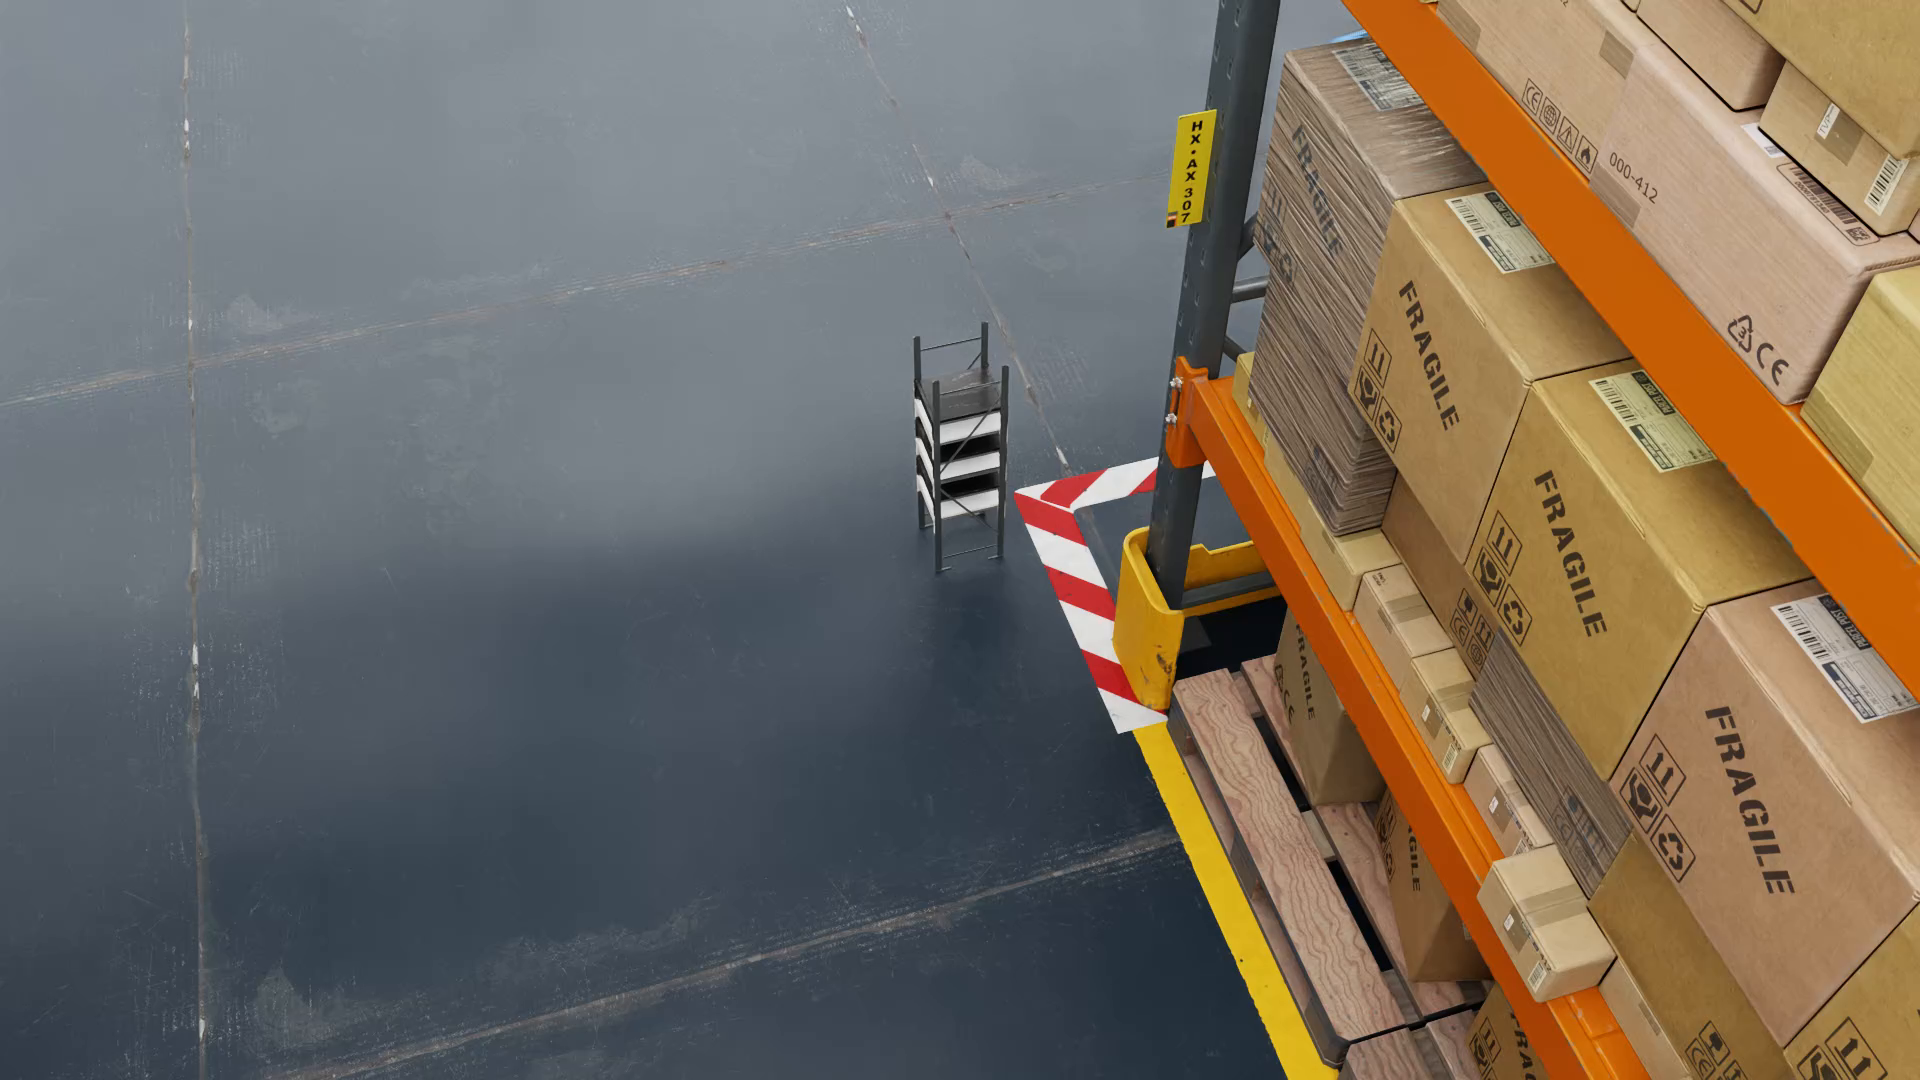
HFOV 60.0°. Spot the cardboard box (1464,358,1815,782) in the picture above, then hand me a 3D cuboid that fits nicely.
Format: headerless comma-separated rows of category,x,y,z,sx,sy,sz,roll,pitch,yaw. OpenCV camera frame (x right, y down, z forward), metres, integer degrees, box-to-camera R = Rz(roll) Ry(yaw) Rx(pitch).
cardboard box,1.264,0.020,2.858,0.500,0.500,0.500,-13,51,-11

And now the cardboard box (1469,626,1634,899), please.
cardboard box,1.576,0.268,3.302,0.875,0.500,0.500,-13,51,-11

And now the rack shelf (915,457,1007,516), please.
rack shelf,0.002,-0.205,5.495,0.258,0.077,0.200,-13,51,-11

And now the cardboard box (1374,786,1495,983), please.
cardboard box,1.449,0.834,4.445,0.500,0.500,0.500,-2,50,-1

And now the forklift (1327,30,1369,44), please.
forklift,2.791,-2.176,5.667,3.031,2.935,1.130,-21,53,-17

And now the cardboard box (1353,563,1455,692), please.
cardboard box,1.136,0.169,3.810,0.380,0.149,0.250,-13,51,-11

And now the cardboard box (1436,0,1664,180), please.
cardboard box,1.125,-0.858,2.647,0.500,0.250,0.500,-14,51,-12

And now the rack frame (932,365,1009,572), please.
rack frame,0.032,-0.210,5.338,0.240,0.900,0.006,-13,51,-11

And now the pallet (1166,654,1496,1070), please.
pallet,1.300,0.831,4.912,1.003,0.211,1.213,-13,51,-11

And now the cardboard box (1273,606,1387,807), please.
cardboard box,1.240,0.405,4.807,0.500,0.500,0.500,-5,50,-4

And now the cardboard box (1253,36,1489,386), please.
cardboard box,0.973,-0.712,3.474,0.500,0.500,0.500,-13,51,-11

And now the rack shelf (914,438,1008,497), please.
rack shelf,0.002,-0.263,5.426,0.258,0.077,0.200,-13,51,-11

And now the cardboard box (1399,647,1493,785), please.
cardboard box,1.204,0.353,3.655,0.380,0.149,0.250,-13,51,-11

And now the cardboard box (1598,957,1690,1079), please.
cardboard box,1.479,0.888,3.204,0.380,0.149,0.250,-13,51,-11

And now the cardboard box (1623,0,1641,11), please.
cardboard box,1.121,-0.936,2.452,0.380,0.149,0.250,-11,51,-10

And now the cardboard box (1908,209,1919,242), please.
cardboard box,1.402,-0.389,1.992,0.380,0.149,0.250,-14,51,-11

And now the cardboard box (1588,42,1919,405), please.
cardboard box,1.268,-0.495,2.342,0.500,0.250,0.500,-13,51,-11

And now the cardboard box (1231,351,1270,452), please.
cardboard box,0.928,-0.382,4.274,0.380,0.149,0.250,-13,51,-11

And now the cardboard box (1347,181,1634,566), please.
cardboard box,1.114,-0.345,3.165,0.500,0.500,0.500,-13,51,-11

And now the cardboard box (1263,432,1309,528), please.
cardboard box,0.983,-0.195,4.117,0.380,0.149,0.250,-13,51,-11

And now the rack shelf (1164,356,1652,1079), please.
rack shelf,1.662,0.968,3.443,1.077,0.370,4.000,-13,51,-11

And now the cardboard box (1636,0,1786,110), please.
cardboard box,1.189,-0.757,2.302,0.380,0.149,0.250,-13,51,-11

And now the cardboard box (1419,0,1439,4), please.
cardboard box,0.967,-1.233,2.964,0.500,0.250,0.500,-12,51,-10

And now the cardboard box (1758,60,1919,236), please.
cardboard box,1.284,-0.561,2.136,0.380,0.149,0.250,-15,52,-13

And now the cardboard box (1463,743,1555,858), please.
cardboard box,1.304,0.530,3.506,0.380,0.149,0.250,-13,51,-11

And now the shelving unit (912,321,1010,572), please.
shelving unit,0.002,-0.284,5.401,0.258,0.900,0.210,-13,51,-11

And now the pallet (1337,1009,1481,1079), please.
pallet,1.657,1.720,4.162,1.003,0.211,1.213,-13,51,-11

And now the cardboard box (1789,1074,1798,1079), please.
cardboard box,1.822,1.010,2.676,0.875,0.500,0.500,-13,51,-11

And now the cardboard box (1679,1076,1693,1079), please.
cardboard box,1.480,1.088,3.035,0.380,0.149,0.250,-13,51,-11

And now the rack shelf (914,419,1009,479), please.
rack shelf,0.002,-0.321,5.358,0.258,0.077,0.200,-13,51,-11

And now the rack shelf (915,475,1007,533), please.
rack shelf,0.002,-0.147,5.564,0.258,0.077,0.200,-13,51,-11

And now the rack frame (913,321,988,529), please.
rack frame,-0.028,-0.358,5.464,0.240,0.900,0.006,-13,51,-11

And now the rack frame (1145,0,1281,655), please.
rack frame,1.071,-0.725,4.399,1.000,3.000,0.127,-13,51,-11

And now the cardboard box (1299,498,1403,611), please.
cardboard box,1.043,-0.009,3.960,0.380,0.149,0.250,-13,51,-11

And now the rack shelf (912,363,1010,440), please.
rack shelf,0.002,-0.437,5.220,0.258,0.077,0.200,-13,51,-11

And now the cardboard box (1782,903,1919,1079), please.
cardboard box,1.562,0.749,2.242,0.500,0.500,0.500,-13,51,-11

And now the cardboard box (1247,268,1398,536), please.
cardboard box,1.207,-0.445,3.903,0.875,0.500,0.500,-13,51,-11

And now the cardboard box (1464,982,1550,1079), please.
cardboard box,1.616,1.296,4.056,0.500,0.500,0.500,-9,50,-8

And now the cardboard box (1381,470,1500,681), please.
cardboard box,1.470,-0.107,3.618,0.875,0.500,0.500,-13,51,-11

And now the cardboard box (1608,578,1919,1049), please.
cardboard box,1.417,0.384,2.551,0.500,0.500,0.500,-13,51,-11

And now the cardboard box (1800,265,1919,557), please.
cardboard box,1.426,-0.116,2.022,0.500,0.250,0.500,-12,51,-10

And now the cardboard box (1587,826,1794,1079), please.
cardboard box,1.713,0.636,2.992,0.875,0.500,0.500,-13,51,-11

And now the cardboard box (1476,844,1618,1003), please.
cardboard box,1.278,0.736,3.332,0.380,0.149,0.250,-13,51,-11

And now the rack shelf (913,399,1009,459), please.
rack shelf,0.002,-0.379,5.289,0.258,0.077,0.200,-13,51,-11

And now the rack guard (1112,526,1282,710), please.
rack guard,1.093,0.136,5.308,1.175,0.500,0.348,-13,51,-11

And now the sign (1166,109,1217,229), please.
sign,0.553,-0.881,3.965,0.100,0.325,0.005,-13,51,-11

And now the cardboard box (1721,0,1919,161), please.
cardboard box,1.252,-0.836,1.944,0.500,0.500,0.500,-14,51,-11
